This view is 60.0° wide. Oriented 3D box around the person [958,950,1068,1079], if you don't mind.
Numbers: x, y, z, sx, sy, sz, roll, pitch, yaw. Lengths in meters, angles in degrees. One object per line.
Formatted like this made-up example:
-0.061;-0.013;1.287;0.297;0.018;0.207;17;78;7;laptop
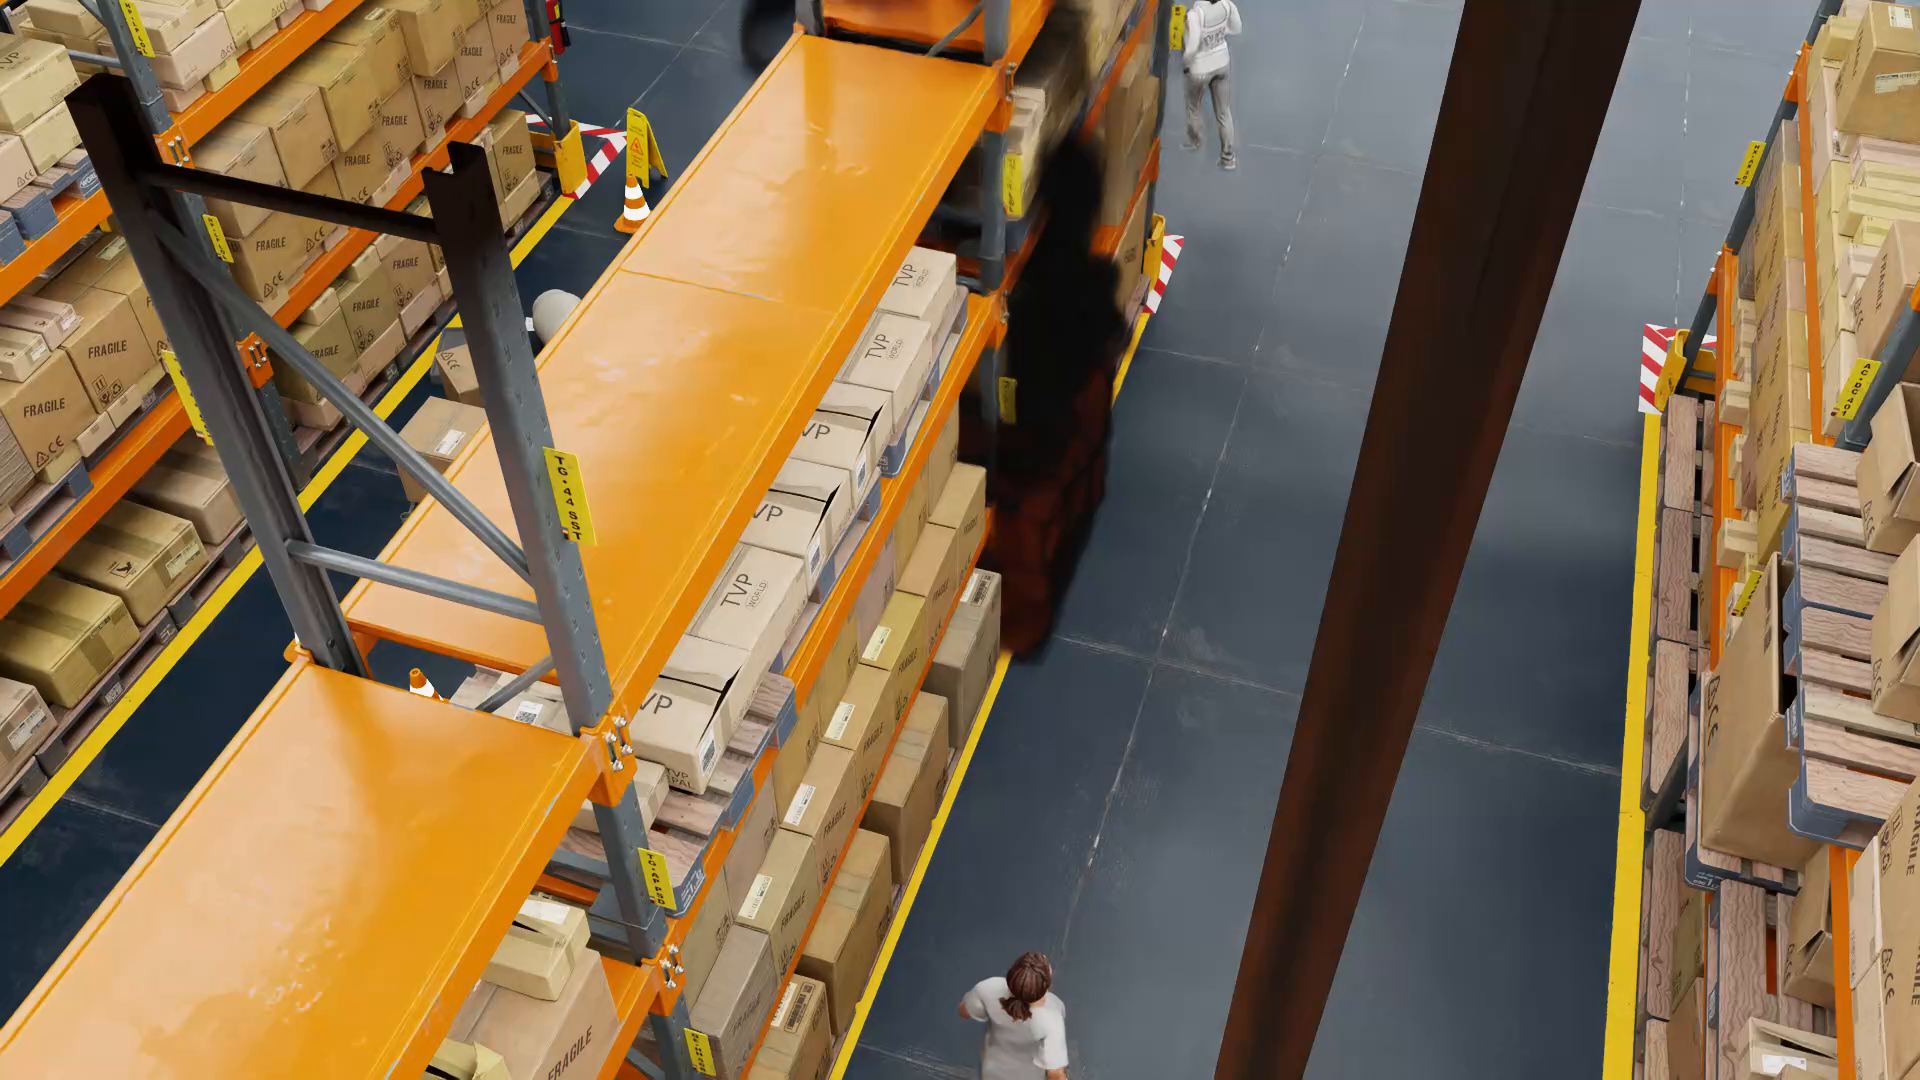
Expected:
0.246;2.327;7.363;0.557;1.678;0.863;16;48;15;person

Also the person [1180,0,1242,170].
1.938;-3.695;13.172;0.628;1.756;0.723;-18;48;-17;person
